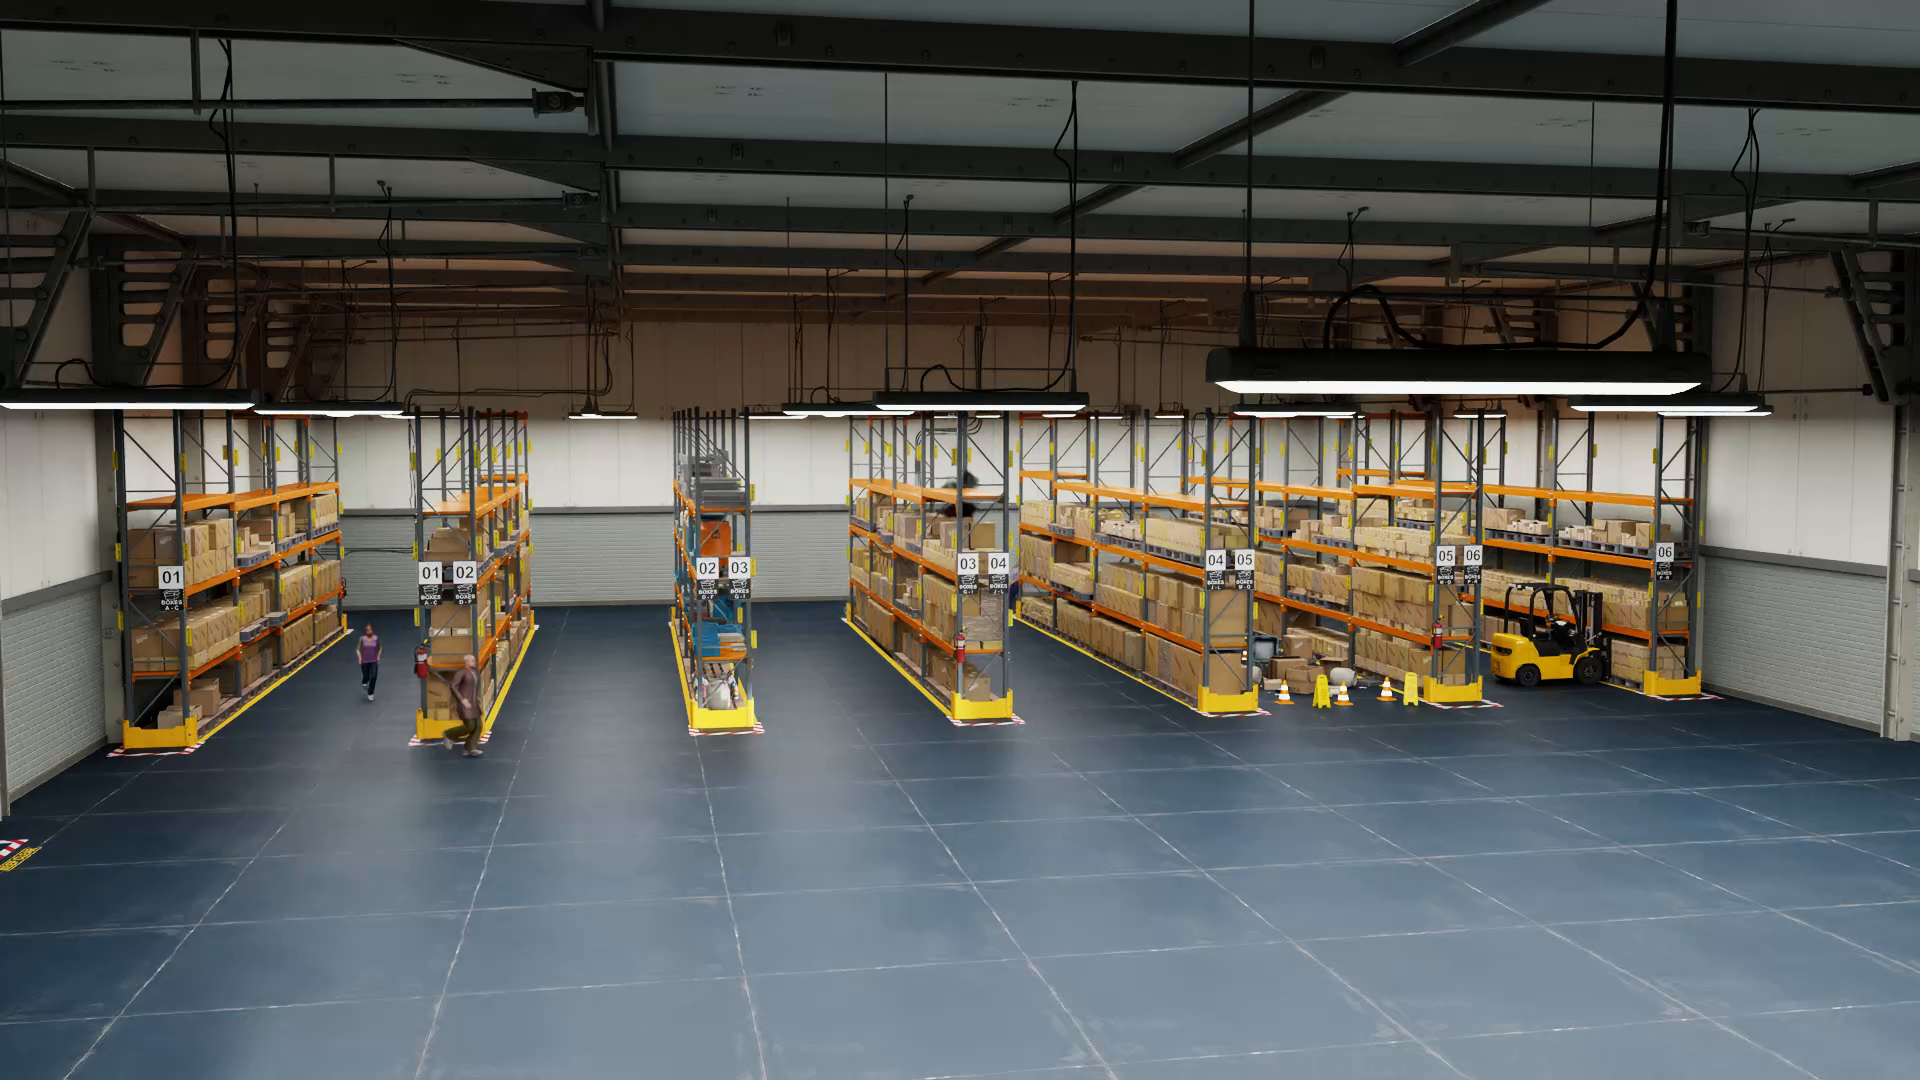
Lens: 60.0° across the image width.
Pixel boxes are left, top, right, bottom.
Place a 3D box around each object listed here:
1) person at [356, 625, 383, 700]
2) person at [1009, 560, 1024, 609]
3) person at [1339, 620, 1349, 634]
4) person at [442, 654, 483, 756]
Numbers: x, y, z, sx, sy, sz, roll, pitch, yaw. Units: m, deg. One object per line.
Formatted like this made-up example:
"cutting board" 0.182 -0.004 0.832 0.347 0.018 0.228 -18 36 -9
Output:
"person" -12.215 2.523 34.392 0.522 1.530 0.598 -2 5 -26
"person" 1.624 1.416 49.632 0.648 1.608 0.657 0 4 -4
"person" 10.177 1.755 43.547 0.699 1.738 0.631 -1 4 -17
"person" -8.525 2.831 28.622 0.723 1.730 0.743 1 4 8
